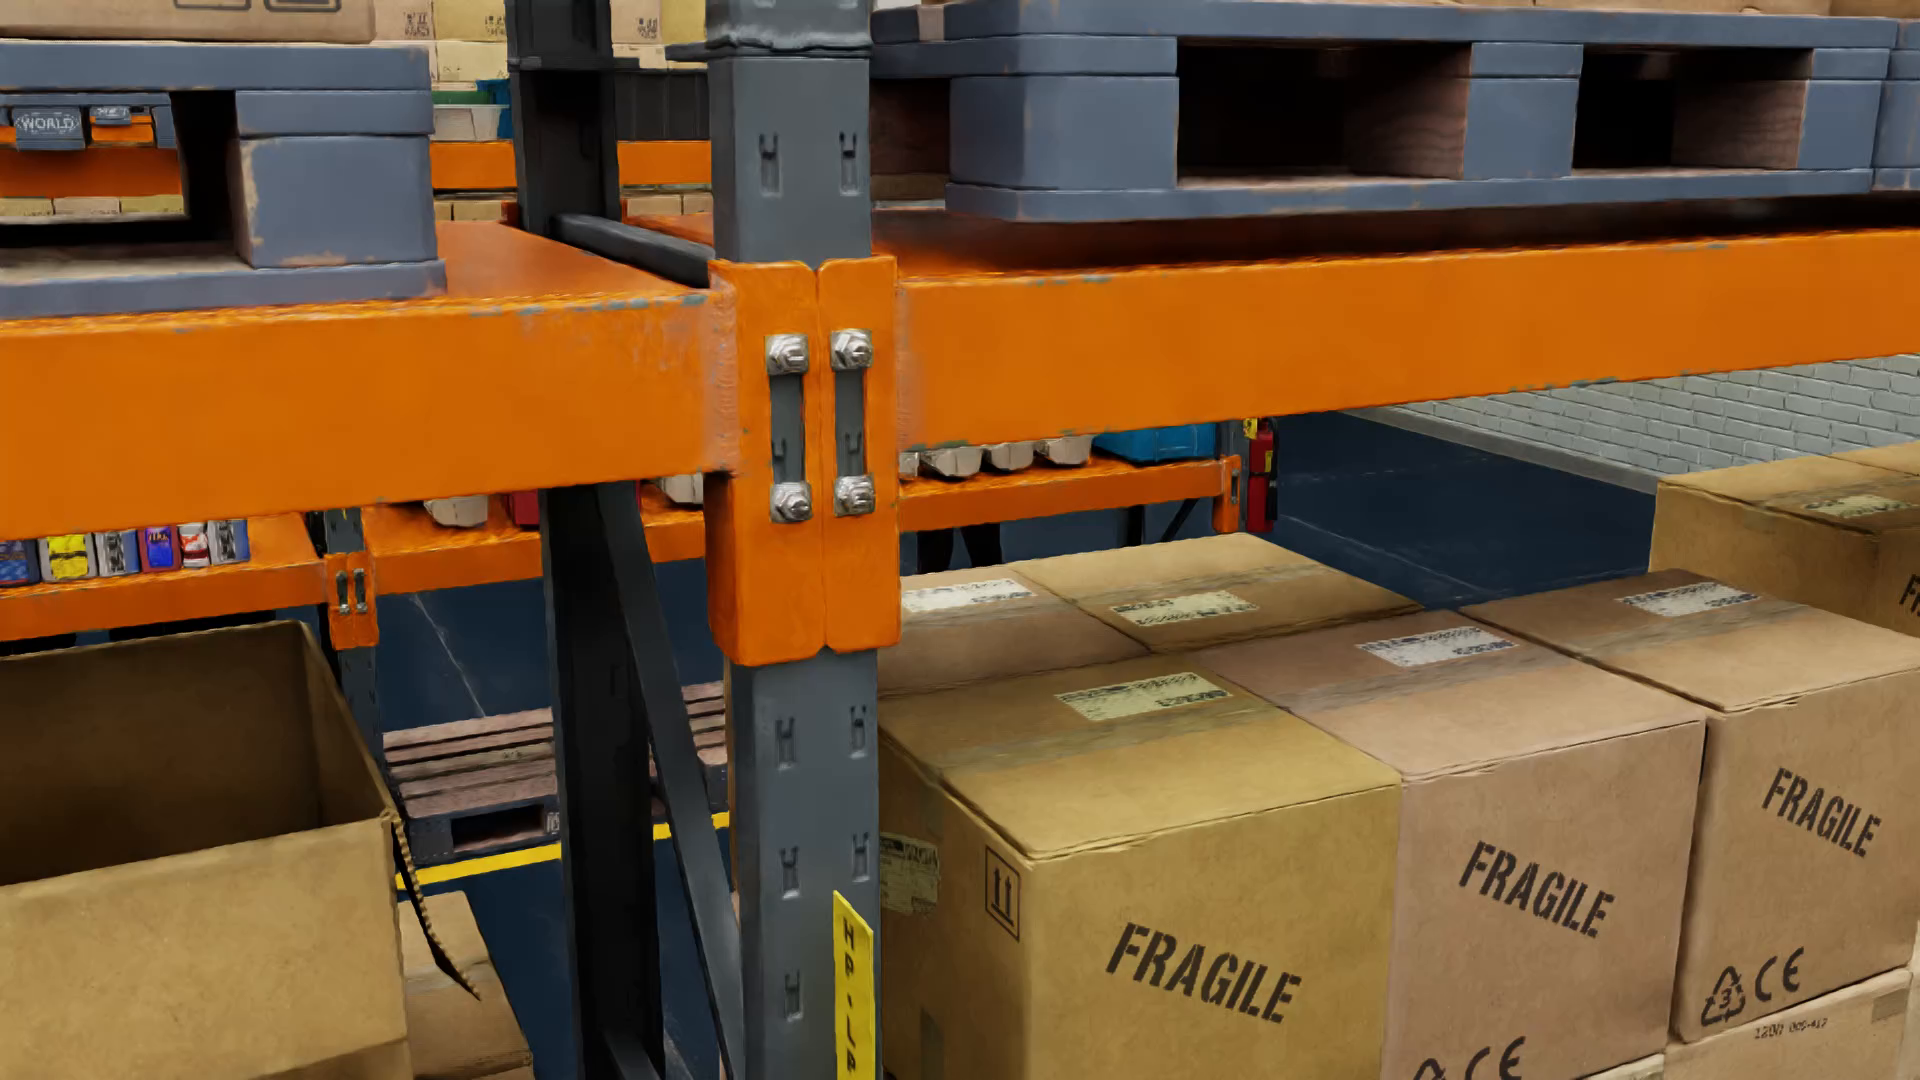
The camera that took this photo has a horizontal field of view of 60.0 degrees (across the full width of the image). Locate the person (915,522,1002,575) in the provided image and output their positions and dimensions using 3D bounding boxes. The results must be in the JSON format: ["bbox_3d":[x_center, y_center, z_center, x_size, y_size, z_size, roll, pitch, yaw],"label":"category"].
[{"bbox_3d":[0.001,-0.232,8.163,0.620,1.726,0.490,-11,19,-37],"label":"person"}]
